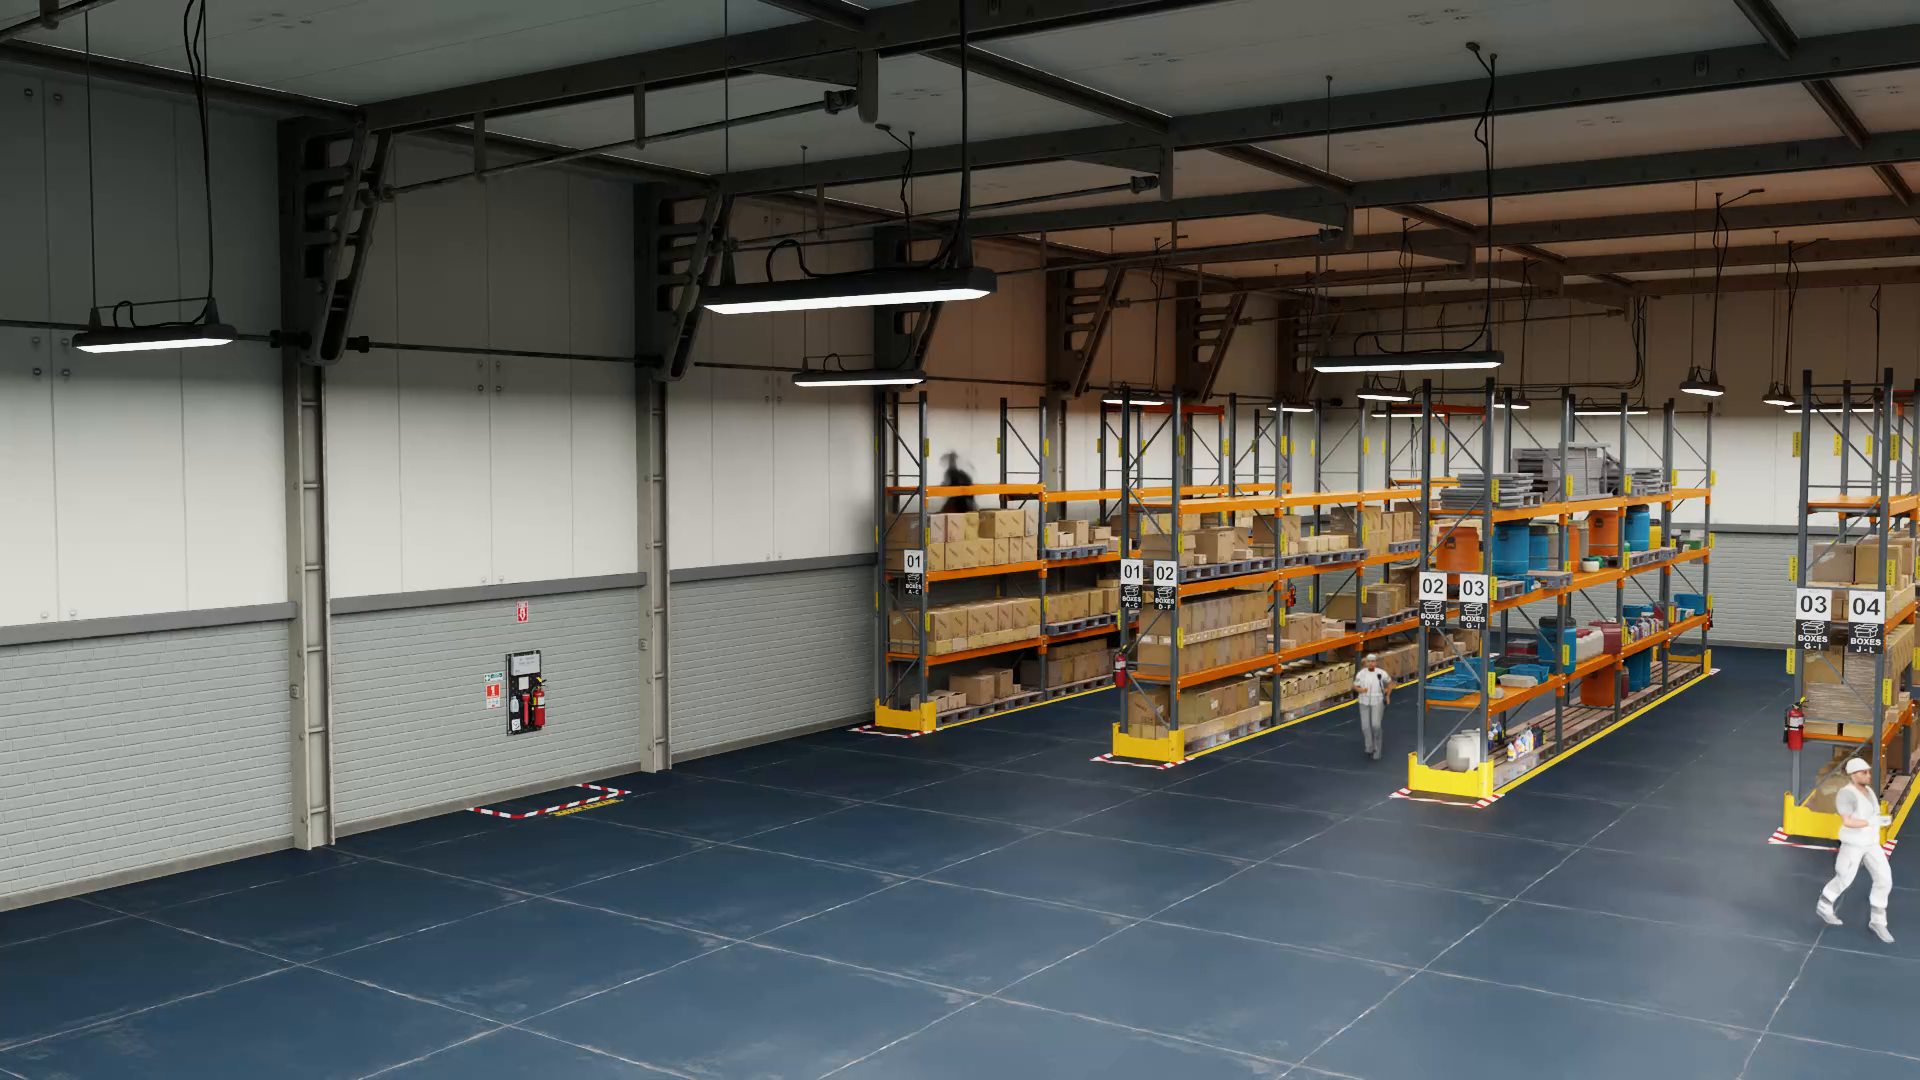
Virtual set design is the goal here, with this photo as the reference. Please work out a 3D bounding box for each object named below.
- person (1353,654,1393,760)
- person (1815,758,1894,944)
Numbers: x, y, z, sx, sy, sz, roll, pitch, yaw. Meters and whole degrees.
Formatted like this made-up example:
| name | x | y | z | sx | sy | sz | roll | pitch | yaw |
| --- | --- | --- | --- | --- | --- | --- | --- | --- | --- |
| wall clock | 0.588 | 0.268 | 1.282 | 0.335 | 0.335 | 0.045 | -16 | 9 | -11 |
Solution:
| name | x | y | z | sx | sy | sz | roll | pitch | yaw |
| --- | --- | --- | --- | --- | --- | --- | --- | --- | --- |
| person | 6.649 | 2.691 | 26.850 | 0.576 | 1.712 | 0.716 | 1 | 3 | 25 |
| person | 9.210 | 3.154 | 17.048 | 0.648 | 1.845 | 0.788 | -1 | 3 | -24 |
